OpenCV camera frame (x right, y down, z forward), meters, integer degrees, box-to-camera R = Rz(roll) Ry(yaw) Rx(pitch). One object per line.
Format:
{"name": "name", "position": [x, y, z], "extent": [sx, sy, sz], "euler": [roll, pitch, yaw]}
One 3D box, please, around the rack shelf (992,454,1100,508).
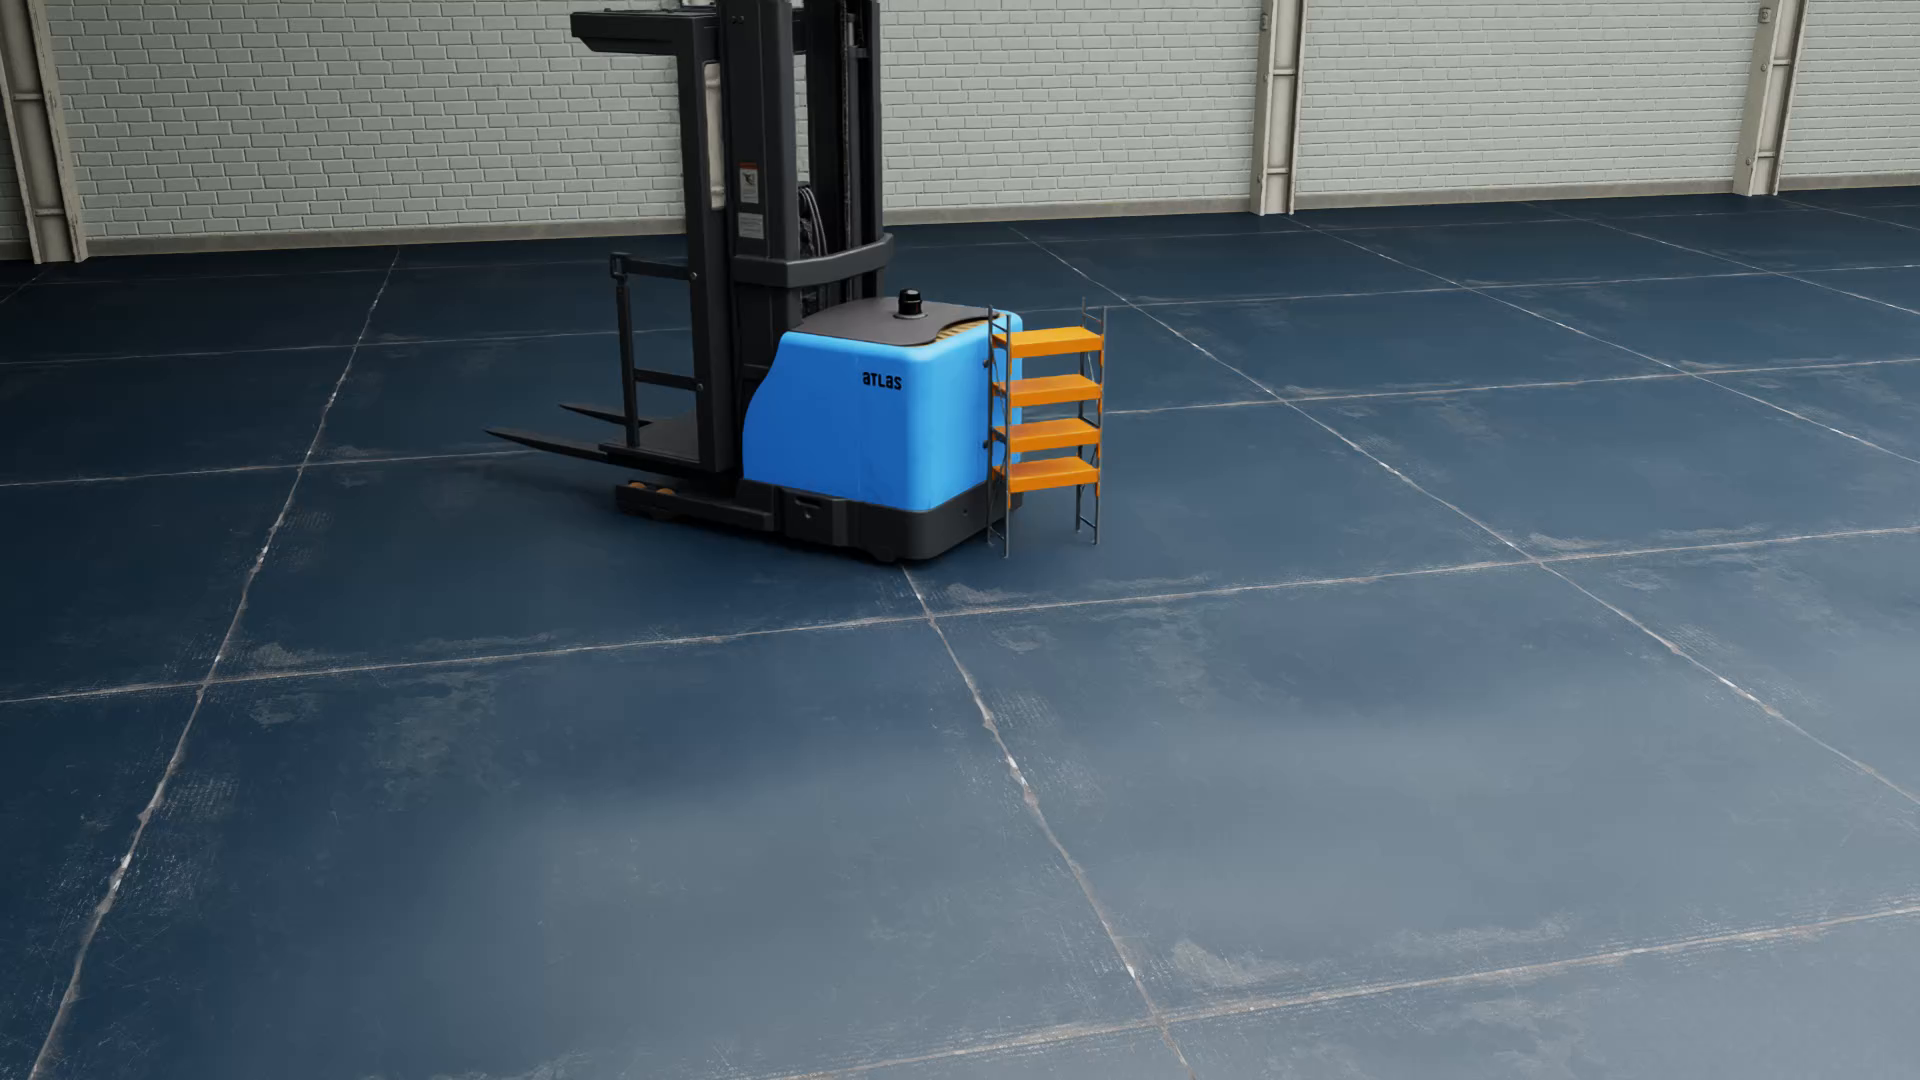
{"name": "rack shelf", "position": [0.411, -0.291, 8.139], "extent": [0.480, 0.148, 0.258], "euler": [-8, 22, -20]}

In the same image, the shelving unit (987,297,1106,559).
{"name": "shelving unit", "position": [0.411, -0.541, 8.047], "extent": [0.503, 1.200, 0.258], "euler": [-8, 22, -20]}

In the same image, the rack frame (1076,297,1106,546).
{"name": "rack frame", "position": [0.638, -0.572, 8.132], "extent": [0.015, 1.200, 0.240], "euler": [-8, 22, -20]}

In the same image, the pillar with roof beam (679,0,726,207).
{"name": "pillar with roof beam", "position": [-1.483, -5.852, 11.206], "extent": [0.400, 9.000, 9.100], "euler": [-5, 21, -12]}

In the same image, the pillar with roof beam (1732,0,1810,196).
{"name": "pillar with roof beam", "position": [10.195, -6.801, 13.799], "extent": [0.400, 9.000, 9.100], "euler": [-5, 21, -12]}

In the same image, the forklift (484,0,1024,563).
{"name": "forklift", "position": [-1.205, -1.620, 8.475], "extent": [3.031, 2.935, 1.130], "euler": [11, 23, 28]}

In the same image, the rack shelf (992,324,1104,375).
{"name": "rack shelf", "position": [0.411, -0.910, 7.912], "extent": [0.480, 0.148, 0.258], "euler": [-8, 22, -20]}

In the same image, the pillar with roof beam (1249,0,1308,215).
{"name": "pillar with roof beam", "position": [4.356, -6.326, 12.502], "extent": [0.400, 9.000, 9.100], "euler": [-5, 21, -12]}

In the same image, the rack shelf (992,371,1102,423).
{"name": "rack shelf", "position": [0.411, -0.688, 7.993], "extent": [0.480, 0.148, 0.258], "euler": [-8, 22, -20]}

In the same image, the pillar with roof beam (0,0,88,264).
{"name": "pillar with roof beam", "position": [-7.322, -5.377, 9.909], "extent": [0.400, 9.000, 9.100], "euler": [-5, 21, -12]}

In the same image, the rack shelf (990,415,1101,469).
{"name": "rack shelf", "position": [0.411, -0.478, 8.070], "extent": [0.480, 0.148, 0.258], "euler": [-8, 22, -20]}

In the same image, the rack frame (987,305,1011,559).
{"name": "rack frame", "position": [0.184, -0.510, 7.963], "extent": [0.015, 1.200, 0.240], "euler": [-8, 22, -20]}
